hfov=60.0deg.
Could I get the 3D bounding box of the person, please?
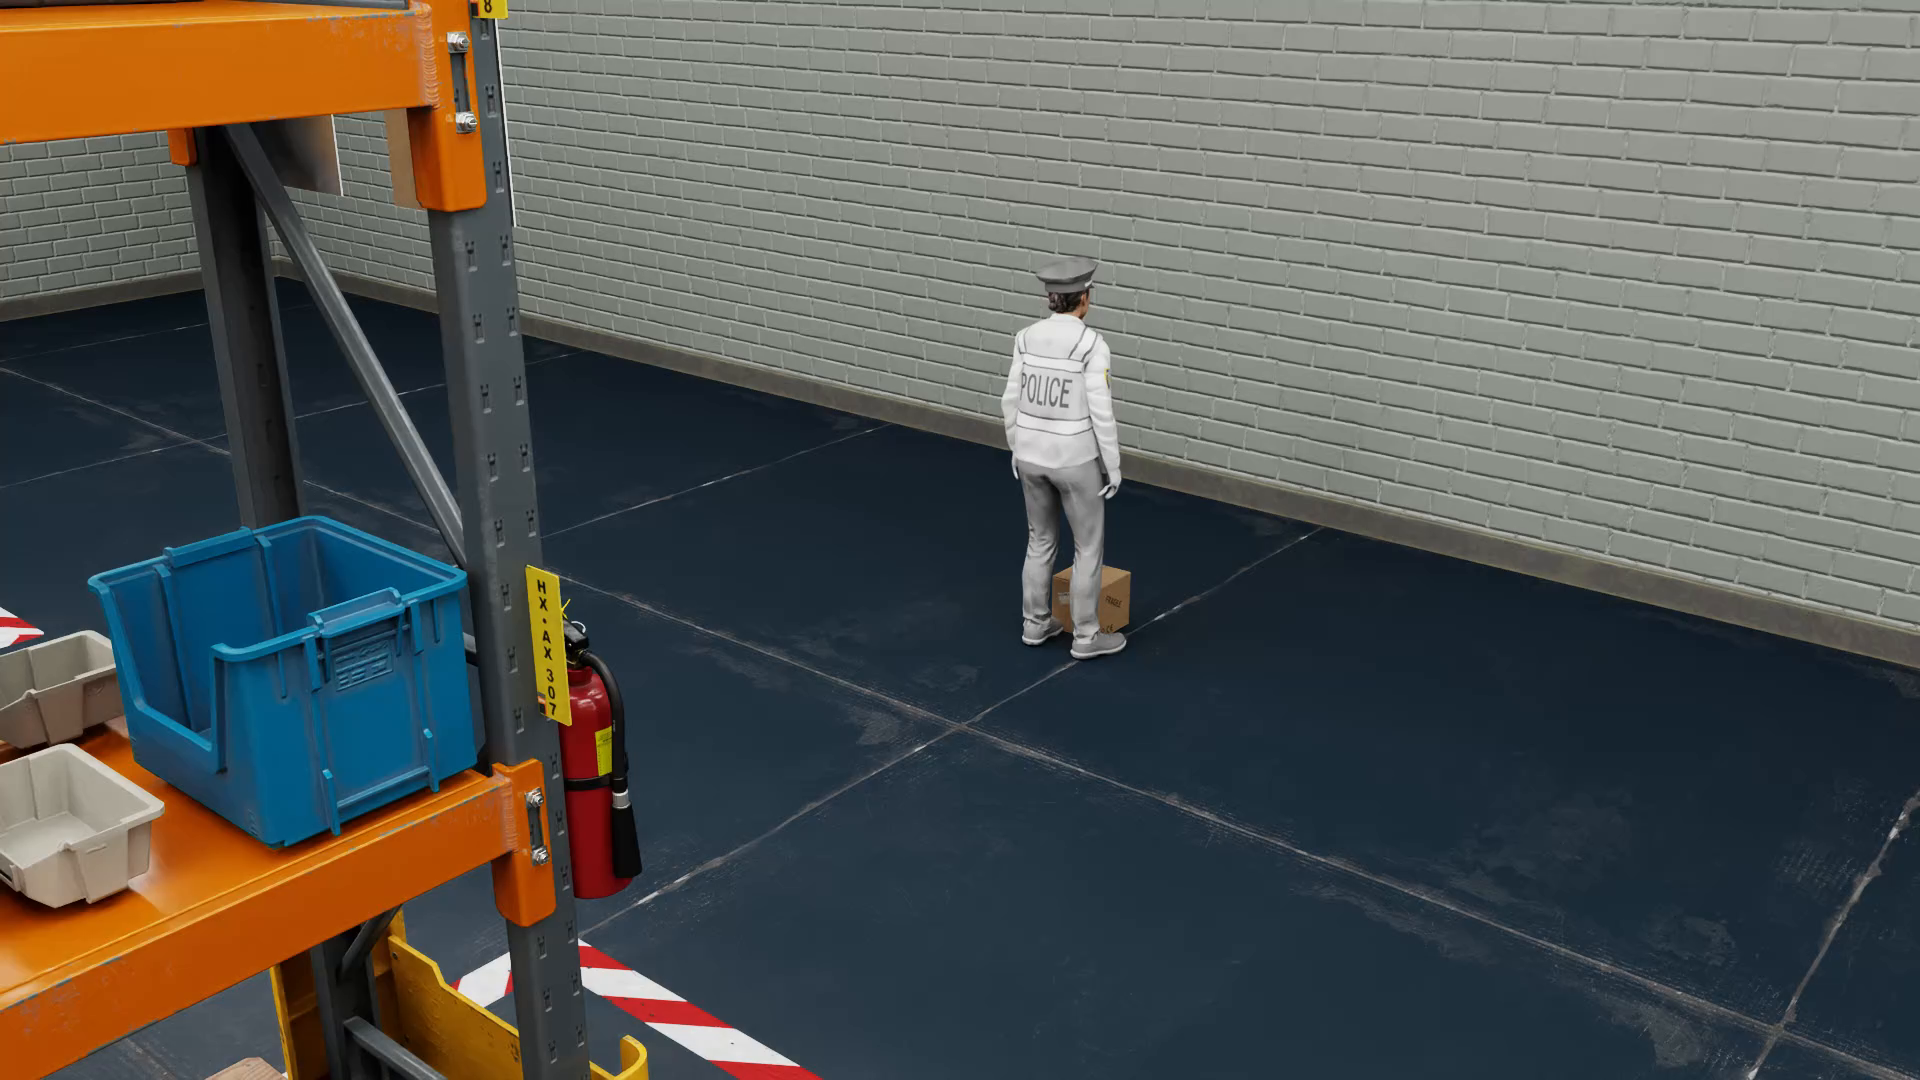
[{"bbox_3d":[0.429,-0.332,6.964,0.547,1.666,0.371,14,25,34],"label":"person"}]
